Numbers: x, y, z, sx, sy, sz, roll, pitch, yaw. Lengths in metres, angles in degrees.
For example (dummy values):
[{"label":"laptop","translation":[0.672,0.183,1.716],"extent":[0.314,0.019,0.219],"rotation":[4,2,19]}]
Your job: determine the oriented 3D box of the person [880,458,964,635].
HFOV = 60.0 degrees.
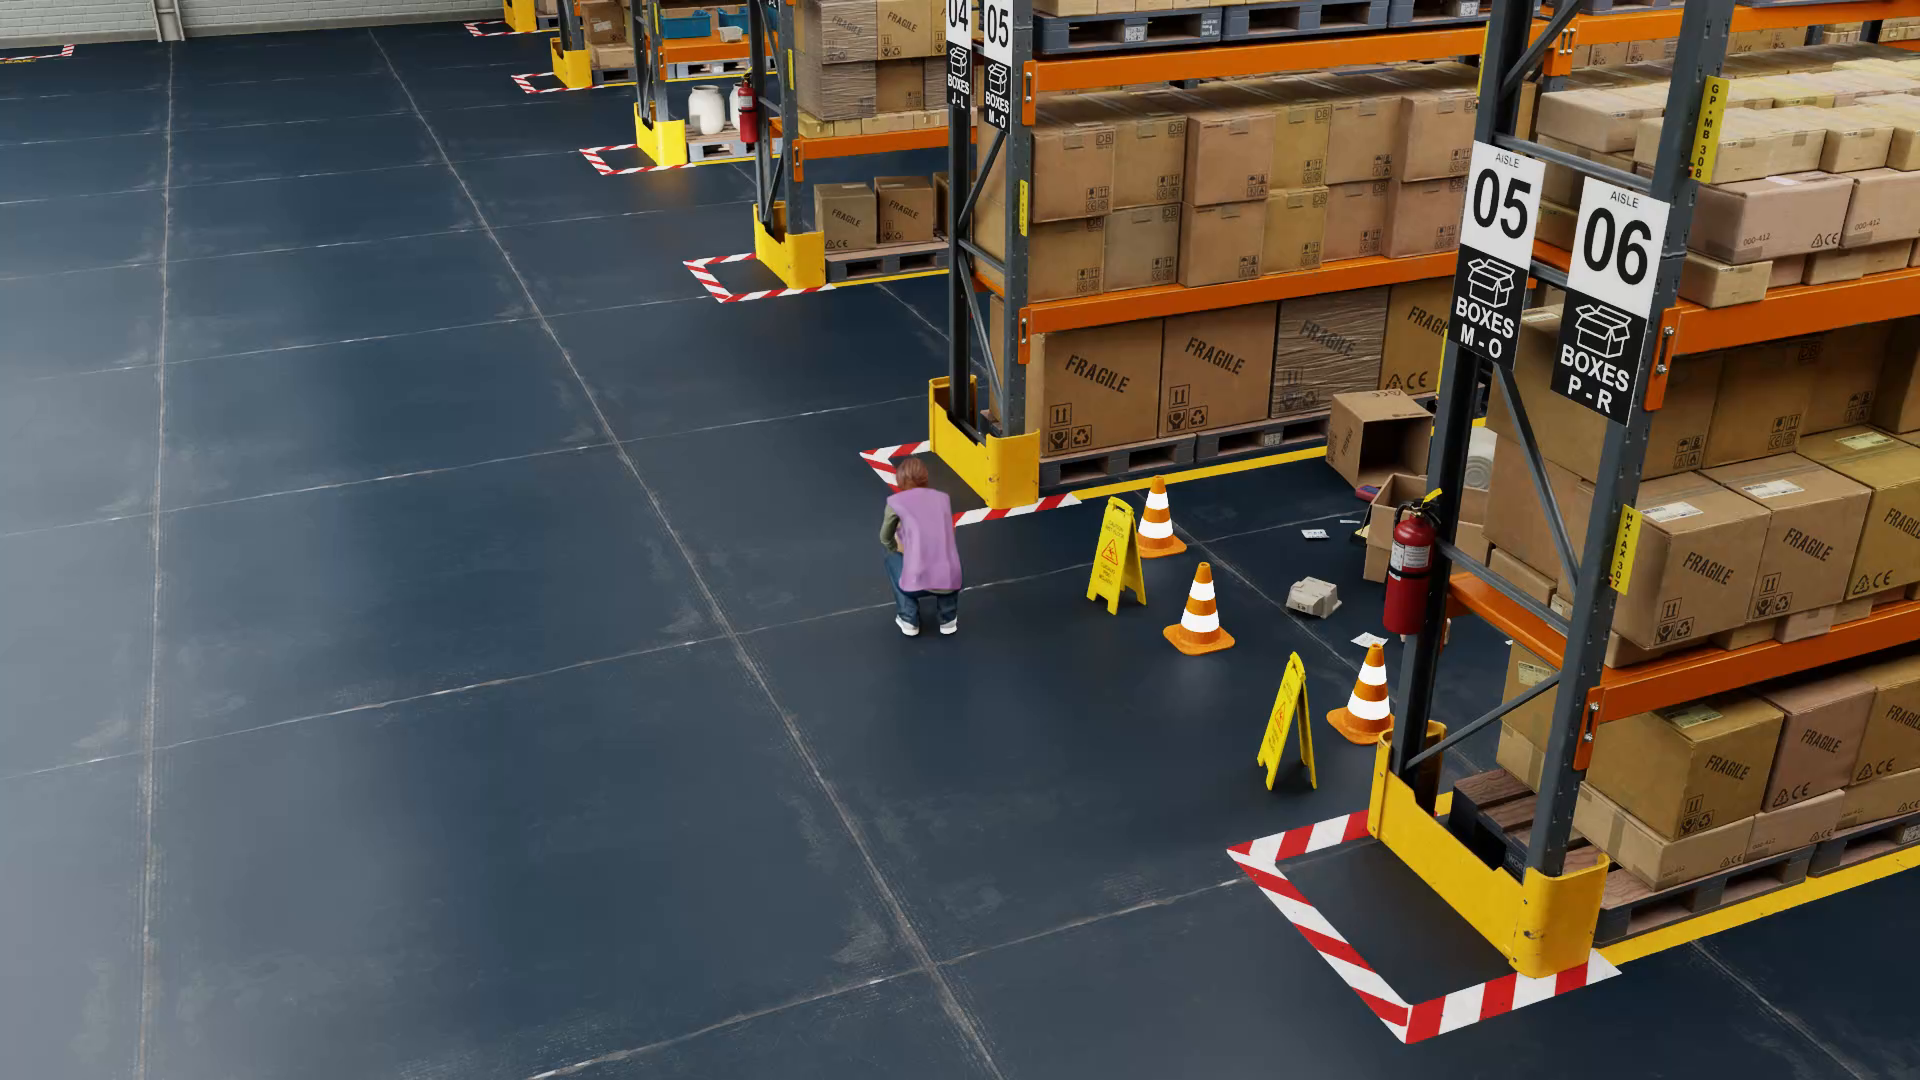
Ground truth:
[{"label":"person","translation":[-0.217,0.026,9.380],"extent":[0.455,0.889,0.858],"rotation":[-3,26,-6]}]
